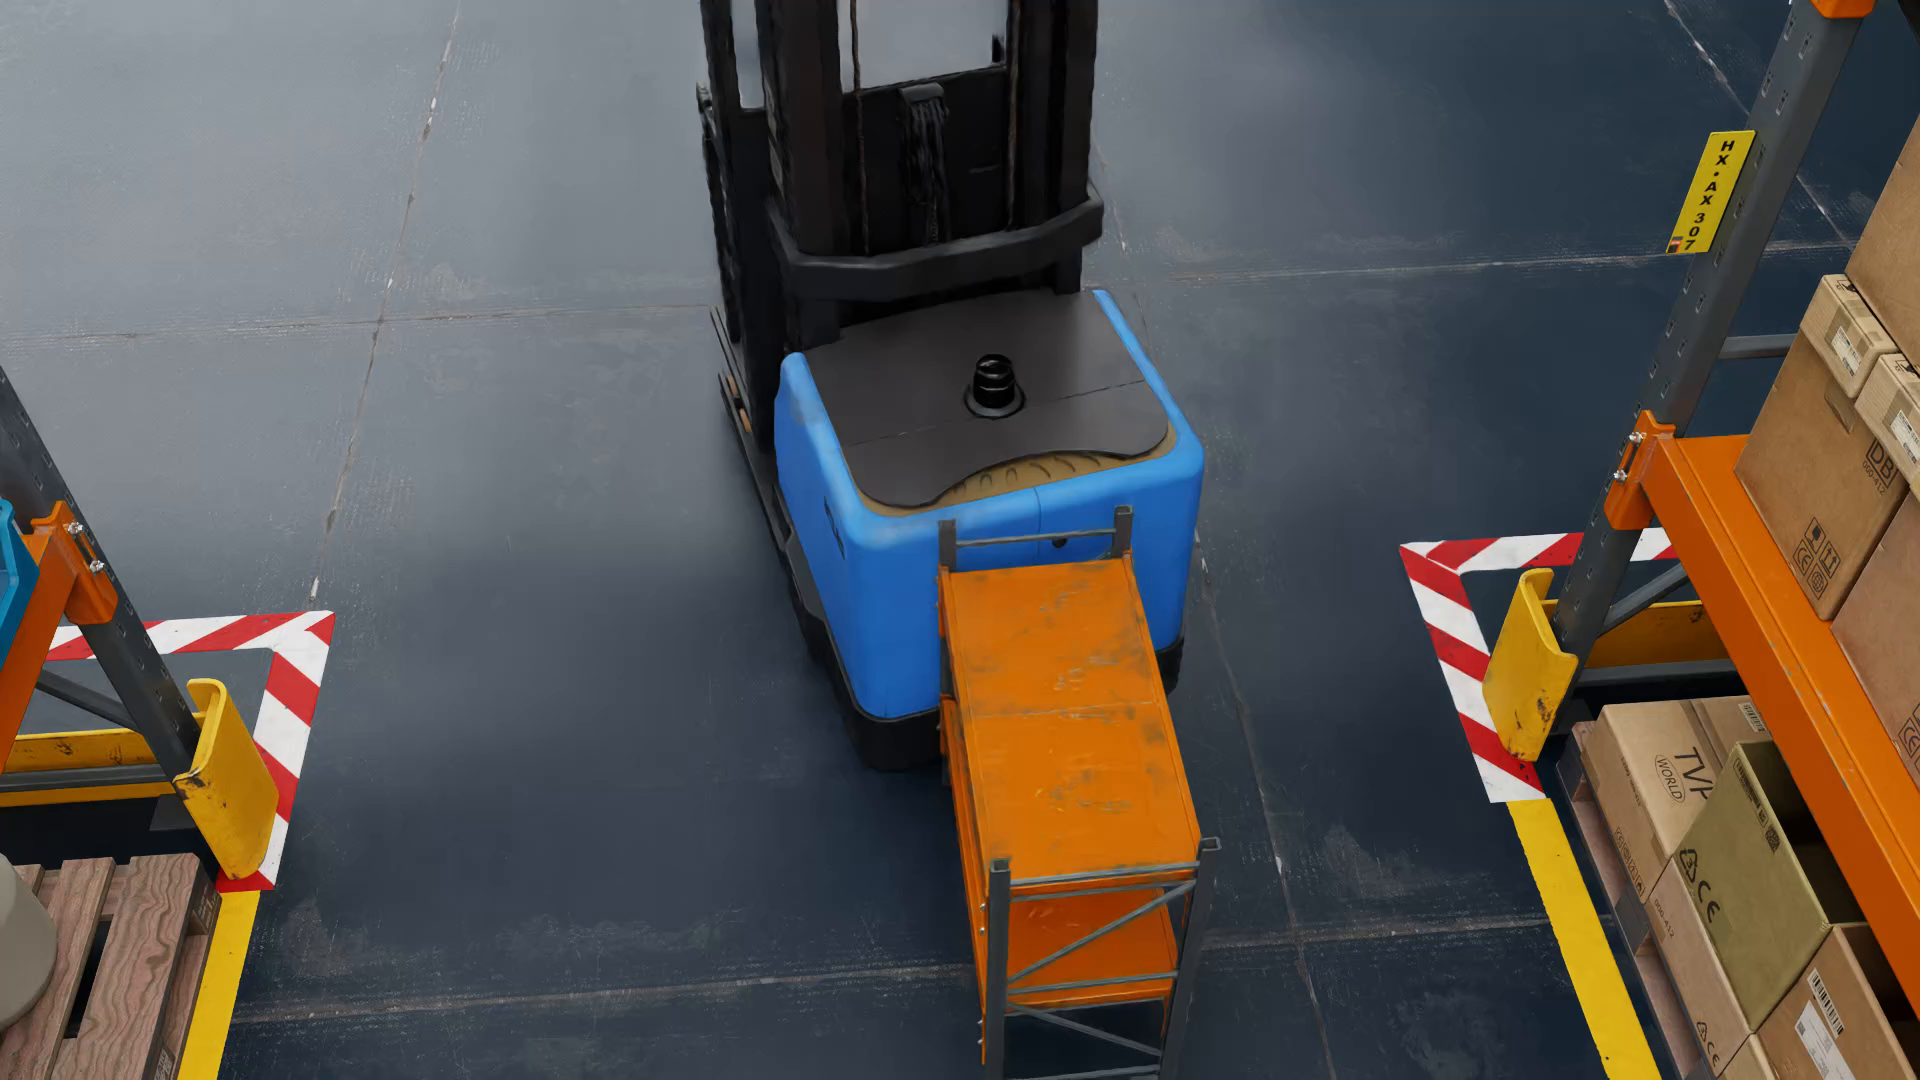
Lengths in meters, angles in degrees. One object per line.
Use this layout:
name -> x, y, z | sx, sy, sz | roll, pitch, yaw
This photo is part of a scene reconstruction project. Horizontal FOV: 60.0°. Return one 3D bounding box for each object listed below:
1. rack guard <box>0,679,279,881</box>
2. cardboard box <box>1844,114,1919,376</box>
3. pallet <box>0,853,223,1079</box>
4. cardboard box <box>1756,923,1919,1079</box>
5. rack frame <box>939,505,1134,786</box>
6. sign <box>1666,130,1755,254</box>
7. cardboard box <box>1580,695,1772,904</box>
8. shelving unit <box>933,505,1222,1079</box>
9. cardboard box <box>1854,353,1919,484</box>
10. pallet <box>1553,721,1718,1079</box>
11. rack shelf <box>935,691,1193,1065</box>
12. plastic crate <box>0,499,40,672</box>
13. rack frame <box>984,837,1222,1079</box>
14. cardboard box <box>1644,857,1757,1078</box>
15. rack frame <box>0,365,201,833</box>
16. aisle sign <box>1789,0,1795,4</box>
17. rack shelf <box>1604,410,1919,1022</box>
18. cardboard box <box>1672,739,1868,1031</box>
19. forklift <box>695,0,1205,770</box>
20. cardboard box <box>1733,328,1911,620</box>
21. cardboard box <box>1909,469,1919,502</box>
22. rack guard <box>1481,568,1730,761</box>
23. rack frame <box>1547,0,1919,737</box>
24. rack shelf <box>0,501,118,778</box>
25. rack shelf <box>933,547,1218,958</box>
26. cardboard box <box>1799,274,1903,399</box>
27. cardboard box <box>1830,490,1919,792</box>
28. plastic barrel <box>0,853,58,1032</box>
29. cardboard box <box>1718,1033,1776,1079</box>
rack guard -> -2.627, 0.720, 4.724 | 1.175, 0.500, 0.348 | -3, 47, -3
cardboard box -> 2.287, -0.594, 3.284 | 0.700, 0.500, 0.500 | -3, 47, -3
pallet -> -2.565, 1.407, 4.272 | 1.003, 0.211, 1.213 | -3, 47, -3
cardboard box -> 2.178, 1.177, 3.658 | 0.500, 0.500, 0.500 | -3, 47, -3
rack frame -> 0.196, 0.327, 4.665 | 0.500, 1.125, 0.032 | -5, 47, -5
sign -> 1.702, -0.786, 3.778 | 0.100, 0.325, 0.005 | -3, 47, -3
cardboard box -> 2.079, 0.712, 4.614 | 0.500, 0.250, 0.500 | -3, 47, -3
shelving unit -> 0.254, 0.694, 4.318 | 0.538, 1.125, 1.048 | -5, 47, -5
cardboard box -> 2.099, -0.260, 3.415 | 0.380, 0.149, 0.250 | -5, 47, -4
pallet -> 2.362, 1.019, 4.639 | 1.003, 0.211, 1.213 | -3, 47, -3
rack shelf -> 0.254, 0.862, 4.496 | 0.538, 0.278, 1.000 | -5, 47, -5
plastic crate -> -2.340, 0.203, 3.594 | 0.499, 0.251, 0.616 | -3, 47, -3
rack frame -> 0.313, 1.060, 3.971 | 0.500, 1.125, 0.032 | -5, 47, -5
cardboard box -> 2.125, 1.074, 4.272 | 0.500, 0.250, 0.500 | -3, 47, -3
rack frame -> -2.680, -0.192, 3.866 | 1.000, 3.000, 0.127 | -3, 47, -3
aisle sign -> 1.945, -1.413, 3.232 | 0.394, 0.787, 0.004 | -3, 47, -3
rack shelf -> 2.423, 1.204, 3.039 | 1.077, 0.370, 4.000 | -3, 47, -3
cardboard box -> 2.123, 0.816, 3.999 | 0.500, 0.500, 0.500 | -3, 47, -3
forklift -> -0.252, -1.409, 5.065 | 1.130, 2.935, 3.031 | -13, 48, -12
cardboard box -> 2.282, -0.186, 3.792 | 0.700, 0.500, 0.500 | -3, 47, -3
cardboard box -> 2.118, -0.080, 3.244 | 0.380, 0.149, 0.250 | -3, 47, -3
rack guard -> 2.254, 0.352, 5.073 | 1.175, 0.500, 0.348 | -3, 47, -3
rack frame -> 2.256, -0.490, 4.149 | 1.000, 3.000, 0.127 | -3, 47, -3
rack shelf -> -2.513, 1.502, 2.757 | 1.077, 0.370, 4.000 | -3, 47, -3
rack shelf -> 0.254, 0.493, 4.106 | 0.538, 0.278, 1.000 | -5, 47, -5
cardboard box -> 2.074, -0.451, 3.595 | 0.380, 0.149, 0.250 | -4, 47, -4
cardboard box -> 2.331, 0.193, 3.432 | 0.700, 0.500, 0.500 | -2, 47, -2
plastic barrel -> -2.549, 0.990, 4.170 | 0.421, 0.512, 0.421 | 0, 47, 0
cardboard box -> 2.166, 1.435, 3.929 | 0.500, 0.250, 0.500 | -3, 47, -3
